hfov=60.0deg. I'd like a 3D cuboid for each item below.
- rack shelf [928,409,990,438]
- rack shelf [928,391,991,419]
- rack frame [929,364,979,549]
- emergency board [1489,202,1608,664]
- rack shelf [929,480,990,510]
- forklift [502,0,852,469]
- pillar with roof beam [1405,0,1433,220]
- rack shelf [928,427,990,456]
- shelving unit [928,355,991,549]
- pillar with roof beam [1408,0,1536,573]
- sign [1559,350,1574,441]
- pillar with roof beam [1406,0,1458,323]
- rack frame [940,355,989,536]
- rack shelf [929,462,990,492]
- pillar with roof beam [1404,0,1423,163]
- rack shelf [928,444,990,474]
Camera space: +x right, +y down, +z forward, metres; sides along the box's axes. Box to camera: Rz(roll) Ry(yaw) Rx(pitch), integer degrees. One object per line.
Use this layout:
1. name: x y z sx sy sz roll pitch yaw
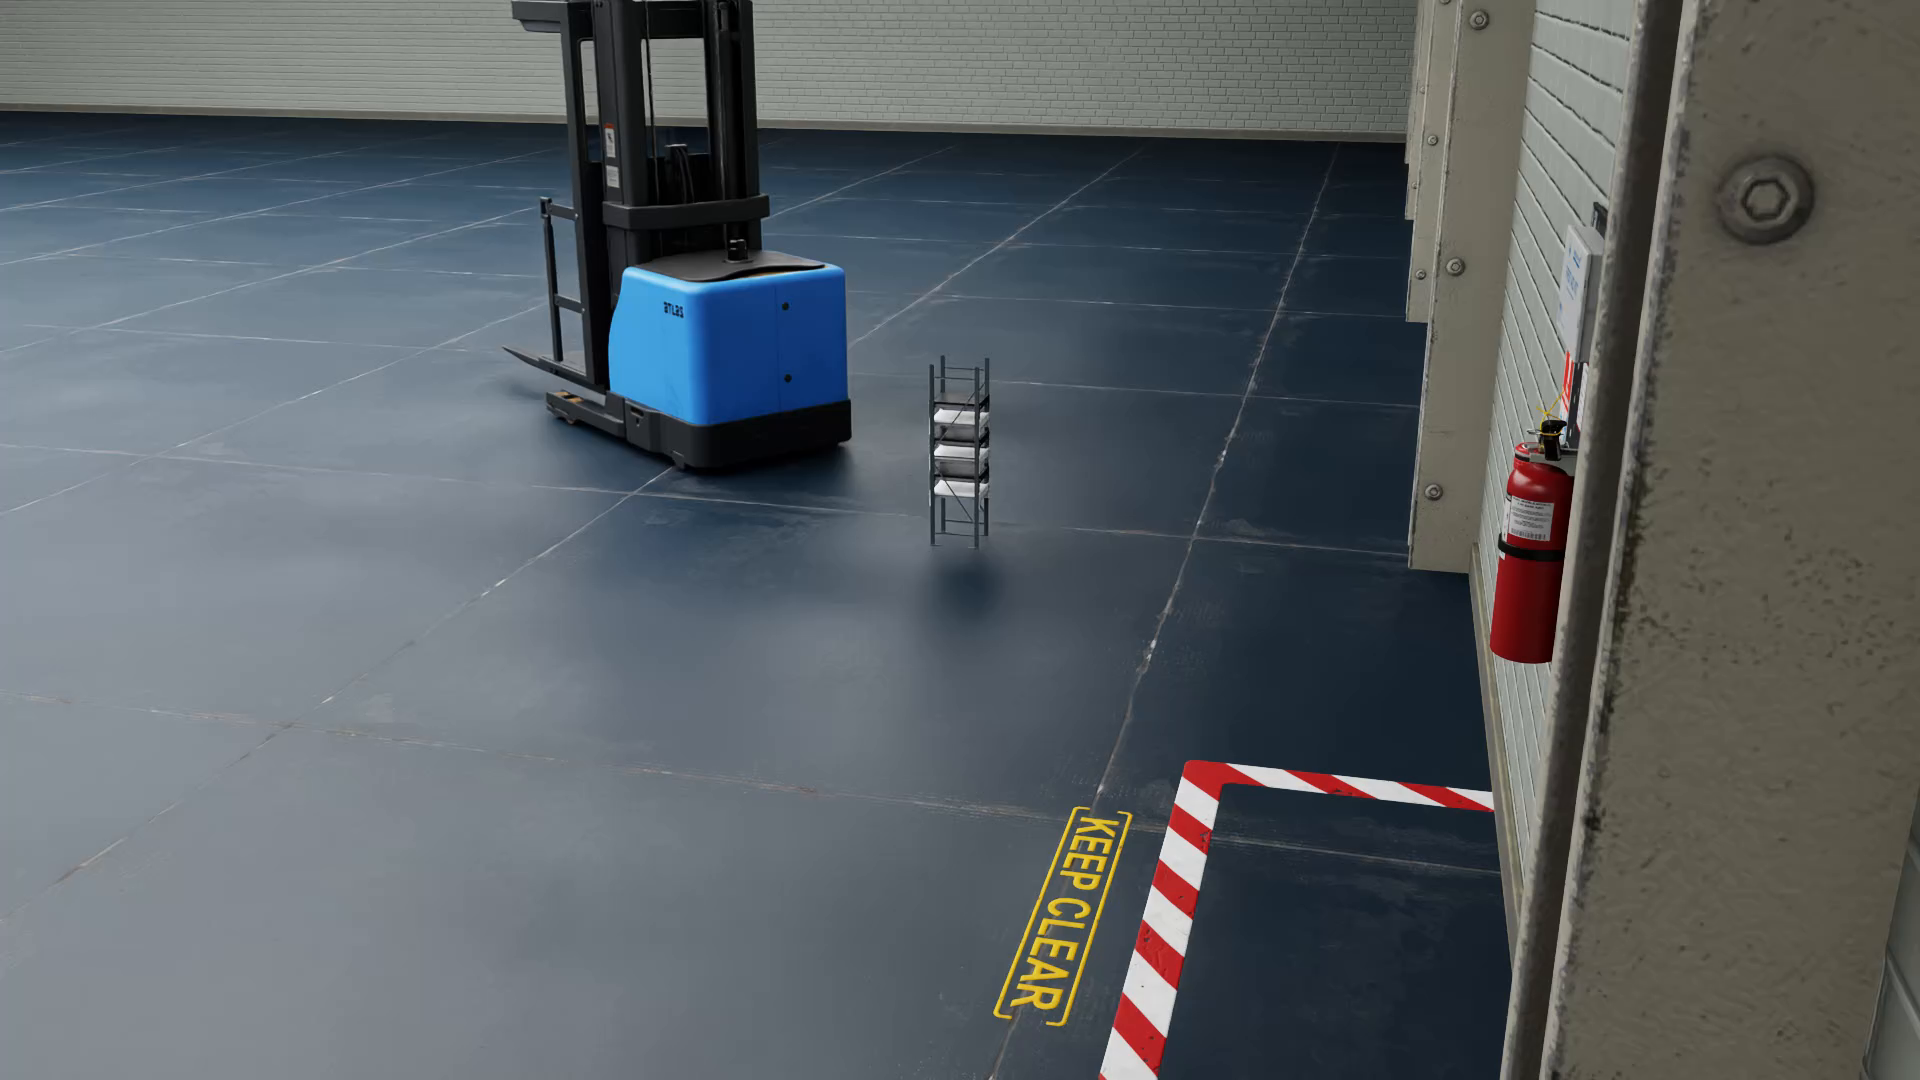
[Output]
1. rack shelf: -0.002 -0.562 7.987 0.258 0.077 0.200 5 19 13
2. rack shelf: -0.002 -0.647 7.958 0.258 0.077 0.200 5 19 13
3. rack frame: -0.027 -0.391 7.941 0.240 0.900 0.006 5 19 13
4. emergency board: 1.475 -0.227 4.211 0.194 1.169 0.643 5 19 13
5. rack shelf: -0.002 -0.221 8.104 0.258 0.077 0.200 5 19 13
6. forklift: -1.939 -2.188 10.060 1.130 2.935 3.031 -14 23 -36
7. pillar with roof beam: 1.058 -8.276 18.496 9.100 9.000 0.400 5 19 13
8. rack shelf: -0.002 -0.477 8.016 0.258 0.077 0.200 5 19 13
9. shelving unit: -0.002 -0.423 8.035 0.258 0.900 0.210 5 19 13
10. pillar with roof beam: -1.874 -4.515 7.484 9.100 9.000 0.400 5 19 13
11. sign: 1.710 -0.409 4.689 0.001 0.329 0.234 5 19 13
12. pillar with roof beam: -0.408 -6.395 12.990 9.100 9.000 0.400 5 19 13
13. rack frame: 0.023 -0.455 8.128 0.240 0.900 0.006 5 19 13
14. rack shelf: -0.002 -0.307 8.075 0.258 0.077 0.200 5 19 13
15. pillar with roof beam: 2.524 -10.157 24.001 9.100 9.000 0.400 5 19 13
16. rack shelf: -0.002 -0.392 8.045 0.258 0.077 0.200 5 19 13
